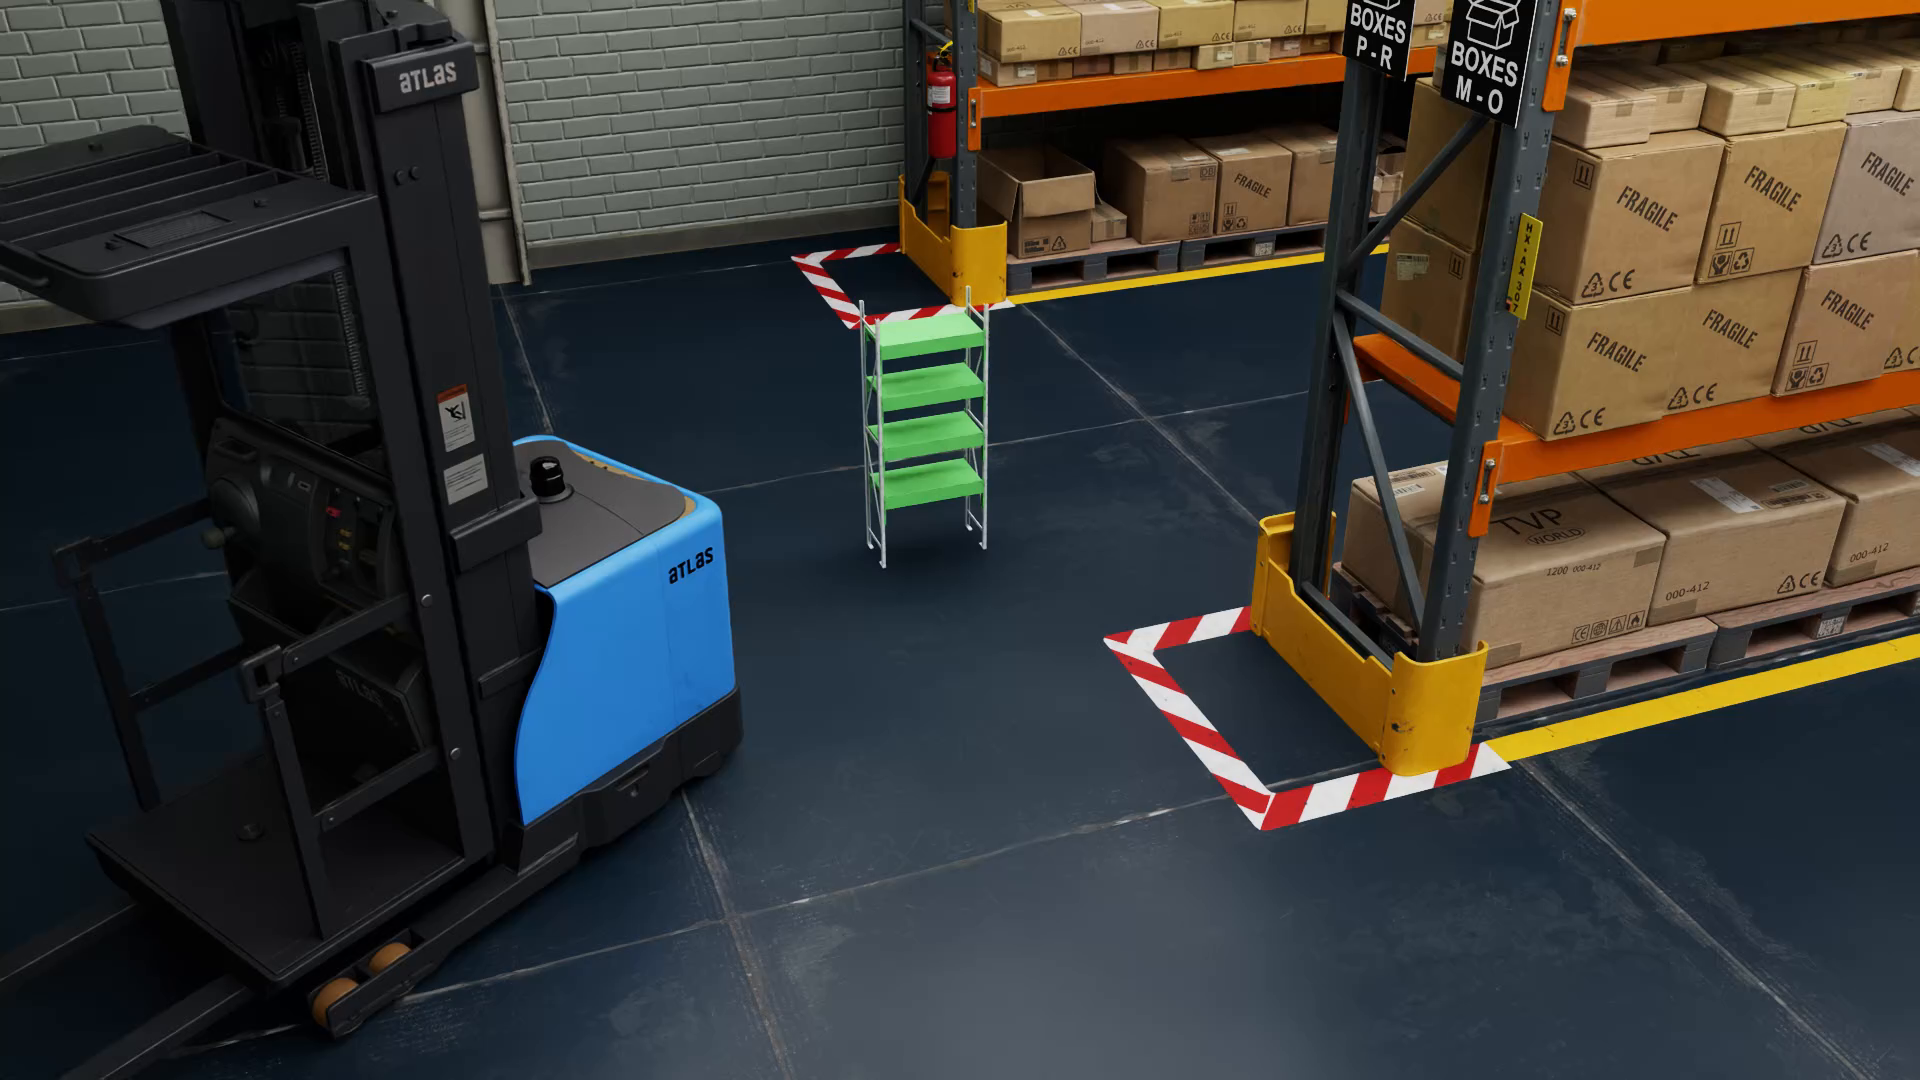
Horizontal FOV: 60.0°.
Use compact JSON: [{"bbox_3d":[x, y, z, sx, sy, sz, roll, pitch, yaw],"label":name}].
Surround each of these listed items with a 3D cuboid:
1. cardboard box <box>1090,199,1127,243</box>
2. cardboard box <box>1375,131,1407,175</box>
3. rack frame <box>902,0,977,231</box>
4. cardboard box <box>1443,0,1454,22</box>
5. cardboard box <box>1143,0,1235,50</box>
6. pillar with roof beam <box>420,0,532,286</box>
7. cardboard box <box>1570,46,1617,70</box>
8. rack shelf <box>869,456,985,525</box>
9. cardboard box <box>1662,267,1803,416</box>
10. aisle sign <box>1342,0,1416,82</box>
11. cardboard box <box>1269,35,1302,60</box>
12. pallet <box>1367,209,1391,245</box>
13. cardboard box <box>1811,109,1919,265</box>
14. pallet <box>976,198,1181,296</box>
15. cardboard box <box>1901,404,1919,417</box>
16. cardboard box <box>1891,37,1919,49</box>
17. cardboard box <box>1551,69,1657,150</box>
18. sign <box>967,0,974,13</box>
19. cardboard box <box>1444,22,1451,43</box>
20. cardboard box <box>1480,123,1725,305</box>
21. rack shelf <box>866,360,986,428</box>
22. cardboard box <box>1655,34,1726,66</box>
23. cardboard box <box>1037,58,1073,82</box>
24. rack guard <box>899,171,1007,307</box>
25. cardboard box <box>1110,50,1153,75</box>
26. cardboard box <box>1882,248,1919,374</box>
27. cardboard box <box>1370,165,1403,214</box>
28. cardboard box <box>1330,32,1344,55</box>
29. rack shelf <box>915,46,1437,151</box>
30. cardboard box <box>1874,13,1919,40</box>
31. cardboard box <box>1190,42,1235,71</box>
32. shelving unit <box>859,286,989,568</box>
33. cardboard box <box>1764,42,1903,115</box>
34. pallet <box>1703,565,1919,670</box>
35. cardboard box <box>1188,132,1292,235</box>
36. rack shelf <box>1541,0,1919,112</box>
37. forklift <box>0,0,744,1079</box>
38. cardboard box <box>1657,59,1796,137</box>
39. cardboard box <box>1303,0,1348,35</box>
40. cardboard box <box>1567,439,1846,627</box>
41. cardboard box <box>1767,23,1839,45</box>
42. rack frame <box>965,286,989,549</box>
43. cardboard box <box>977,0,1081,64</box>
[{"bbox_3d":[0.888,-2.079,10.825,0.250,0.149,0.380,-12,32,-20],"label":"cardboard box"},{"bbox_3d":[2.918,-2.719,11.783,0.500,0.311,0.500,-9,31,-16],"label":"cardboard box"},{"bbox_3d":[-0.130,-3.018,10.018,0.127,3.000,1.000,-10,31,-18],"label":"rack frame"},{"bbox_3d":[3.227,-3.572,10.840,0.500,0.250,0.500,-10,31,-16],"label":"cardboard box"},{"bbox_3d":[1.336,-3.212,10.208,0.500,0.250,0.500,-11,31,-19],"label":"cardboard box"},{"bbox_3d":[-1.470,-3.580,4.944,0.400,9.000,9.100,-10,31,-18],"label":"pillar with roof beam"},{"bbox_3d":[2.101,-1.686,5.912,0.250,0.149,0.380,-10,31,-17],"label":"cardboard box"},{"bbox_3d":[-0.155,-0.229,7.553,0.480,0.148,0.258,-10,31,-18],"label":"rack shelf"},{"bbox_3d":[2.619,-0.809,6.039,0.500,0.500,0.500,-11,31,-18],"label":"cardboard box"},{"bbox_3d":[1.429,-1.977,5.564,0.004,0.787,0.394,-10,31,-18],"label":"aisle sign"},{"bbox_3d":[1.956,-3.169,10.536,0.250,0.149,0.380,-11,31,-18],"label":"cardboard box"},{"bbox_3d":[2.975,-2.379,11.713,1.213,0.211,1.003,-10,31,-18],"label":"pallet"},{"bbox_3d":[3.115,-1.329,5.942,0.500,0.500,0.500,-11,31,-18],"label":"cardboard box"},{"bbox_3d":[0.688,-1.958,10.973,1.213,0.211,1.003,-10,31,-18],"label":"pallet"},{"bbox_3d":[4.728,-0.417,7.616,0.875,0.438,0.875,-11,31,-18],"label":"cardboard box"},{"bbox_3d":[3.502,-1.657,5.861,0.250,0.149,0.380,-11,32,-19],"label":"cardboard box"},{"bbox_3d":[2.034,-1.409,5.426,0.250,0.149,0.380,-10,31,-17],"label":"cardboard box"},{"bbox_3d":[0.060,-3.143,9.361,0.005,0.325,0.100,-10,31,-18],"label":"sign"},{"bbox_3d":[3.172,-3.372,10.893,0.250,0.149,0.380,-10,31,-16],"label":"cardboard box"},{"bbox_3d":[2.154,-1.145,5.618,0.500,0.500,0.500,-11,32,-19],"label":"cardboard box"},{"bbox_3d":[-0.155,-0.646,7.316,0.480,0.148,0.258,-10,31,-18],"label":"rack shelf"},{"bbox_3d":[2.564,-1.794,6.102,0.250,0.149,0.380,-10,31,-16],"label":"cardboard box"},{"bbox_3d":[0.496,-2.904,10.071,0.250,0.149,0.380,-10,31,-16],"label":"cardboard box"},{"bbox_3d":[-0.058,-1.945,10.659,0.348,0.500,1.175,-10,31,-18],"label":"rack guard"},{"bbox_3d":[0.989,-2.981,10.205,0.250,0.149,0.380,-9,31,-16],"label":"cardboard box"},{"bbox_3d":[3.566,-0.983,6.344,0.500,0.500,0.500,-9,31,-16],"label":"cardboard box"},{"bbox_3d":[2.865,-2.409,11.286,0.258,0.266,0.396,-9,31,-16],"label":"cardboard box"},{"bbox_3d":[2.452,-3.226,10.637,0.250,0.149,0.380,-11,31,-18],"label":"cardboard box"},{"bbox_3d":[1.745,-3.051,10.802,4.000,0.370,1.077,-10,31,-18],"label":"rack shelf"},{"bbox_3d":[3.533,-1.978,6.425,0.250,0.149,0.380,-10,31,-17],"label":"cardboard box"},{"bbox_3d":[1.499,-3.038,10.306,0.250,0.149,0.380,-11,32,-19],"label":"cardboard box"},{"bbox_3d":[-0.155,-0.493,7.403,0.503,1.200,0.258,-10,31,-18],"label":"shelving unit"},{"bbox_3d":[3.006,-1.602,5.766,0.250,0.149,0.380,-10,31,-17],"label":"cardboard box"},{"bbox_3d":[3.468,0.113,7.339,1.213,0.211,1.003,-10,31,-18],"label":"pallet"},{"bbox_3d":[1.822,-2.351,10.947,0.500,0.500,0.500,-10,31,-17],"label":"cardboard box"},{"bbox_3d":[3.479,-2.052,6.018,4.000,0.370,1.077,-10,31,-18],"label":"rack shelf"},{"bbox_3d":[-2.114,-0.038,4.856,1.130,2.935,3.031,21,36,32],"label":"forklift"},{"bbox_3d":[2.538,-1.478,5.549,0.250,0.149,0.380,-9,31,-16],"label":"cardboard box"},{"bbox_3d":[2.291,-3.398,10.536,0.500,0.250,0.500,-11,31,-18],"label":"cardboard box"},{"bbox_3d":[3.043,-0.107,7.072,0.875,0.438,0.875,-10,31,-16],"label":"cardboard box"},{"bbox_3d":[3.048,-1.876,6.247,0.250,0.149,0.380,-10,31,-16],"label":"cardboard box"},{"bbox_3d":[0.074,-0.535,7.477,0.015,1.200,0.240,-10,31,-18],"label":"rack frame"},{"bbox_3d":[0.390,-3.036,9.899,0.500,0.250,0.500,-10,31,-17],"label":"cardboard box"}]
